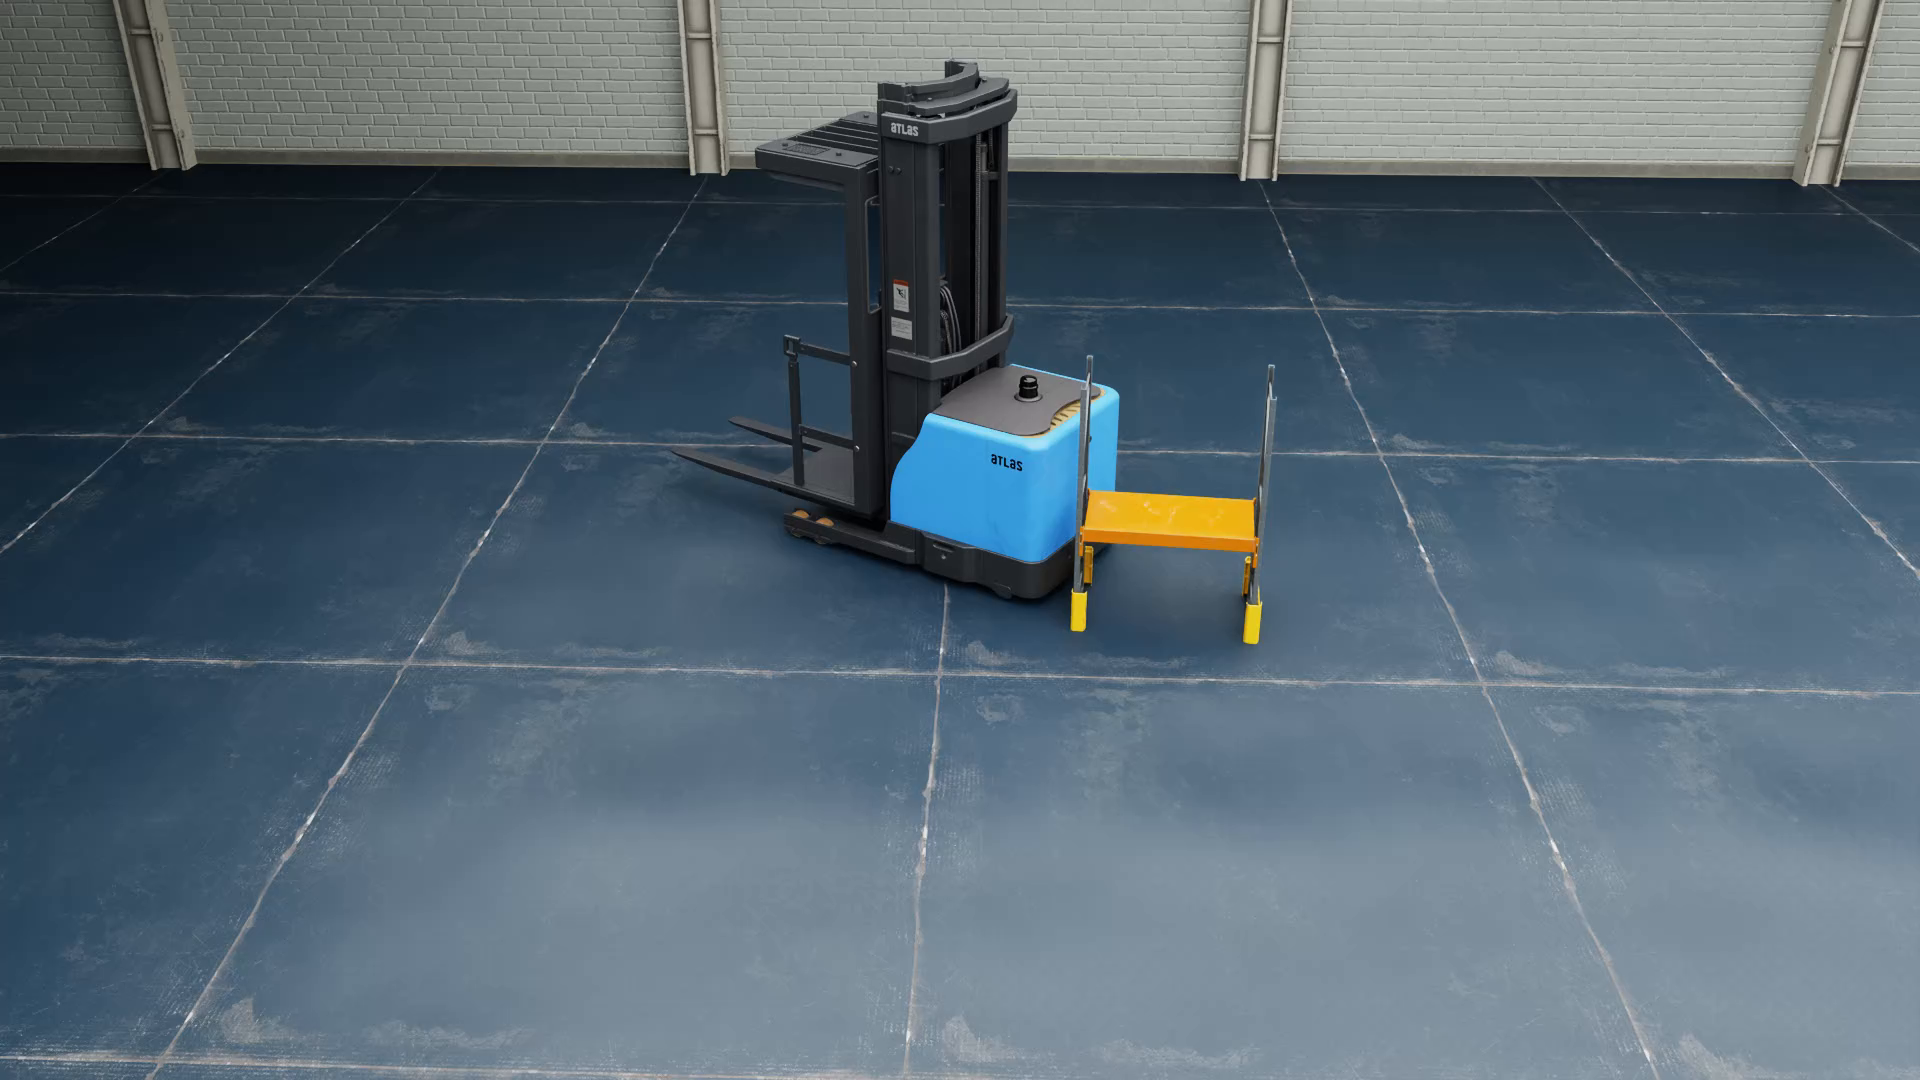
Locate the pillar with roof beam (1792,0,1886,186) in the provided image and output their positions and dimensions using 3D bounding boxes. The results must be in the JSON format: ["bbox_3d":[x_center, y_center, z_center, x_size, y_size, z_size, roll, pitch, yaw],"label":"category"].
[{"bbox_3d":[9.087,-5.830,12.065,0.400,9.000,9.100,1,28,2],"label":"pillar with roof beam"}]

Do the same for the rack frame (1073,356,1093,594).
[{"bbox_3d":[0.705,-0.269,9.582,0.032,1.500,0.500,4,28,7],"label":"rack frame"}]

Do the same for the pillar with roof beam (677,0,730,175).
[{"bbox_3d":[-2.906,-6.028,12.439,0.400,9.000,9.100,1,28,2],"label":"pillar with roof beam"}]

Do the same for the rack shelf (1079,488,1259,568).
[{"bbox_3d":[1.209,-0.077,9.604,1.000,0.185,0.538,4,28,7],"label":"rack shelf"}]

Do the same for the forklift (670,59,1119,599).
[{"bbox_3d":[-0.529,-1.456,10.292,3.031,2.935,1.130,17,32,29],"label":"forklift"}]

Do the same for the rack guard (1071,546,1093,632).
[{"bbox_3d":[0.725,0.284,9.872,0.087,0.250,0.587,4,28,7],"label":"rack guard"}]

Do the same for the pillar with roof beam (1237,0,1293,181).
[{"bbox_3d":[3.091,-5.929,12.252,0.400,9.000,9.100,1,28,2],"label":"pillar with roof beam"}]

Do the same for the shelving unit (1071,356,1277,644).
[{"bbox_3d":[1.218,-0.236,9.519,1.083,1.500,0.587,4,28,7],"label":"shelving unit"}]

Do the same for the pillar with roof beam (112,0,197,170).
[{"bbox_3d":[-8.902,-6.127,12.626,0.400,9.000,9.100,1,28,2],"label":"pillar with roof beam"}]

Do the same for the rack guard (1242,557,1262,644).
[{"bbox_3d":[1.711,0.349,9.750,0.087,0.250,0.587,4,28,7],"label":"rack guard"}]

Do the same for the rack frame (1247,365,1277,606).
[{"bbox_3d":[1.712,-0.203,9.457,0.032,1.500,0.500,4,28,7],"label":"rack frame"}]
